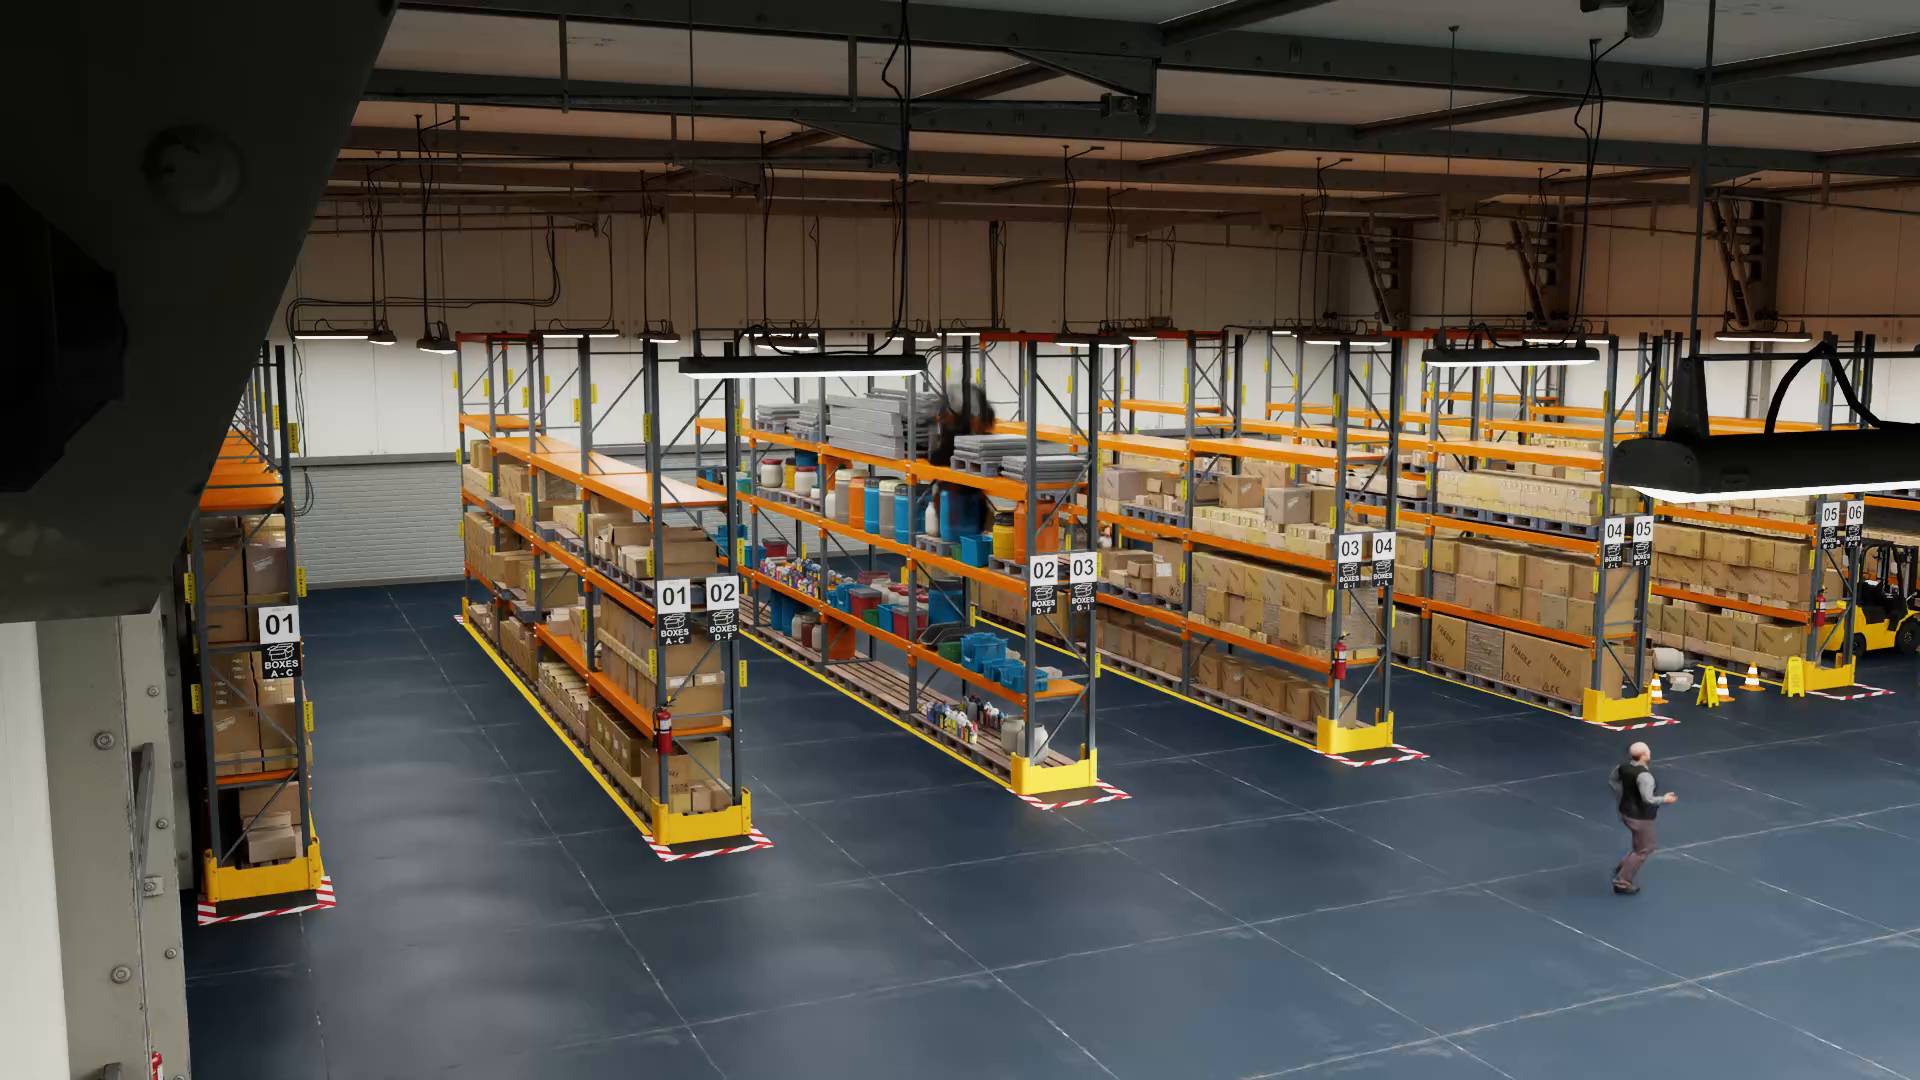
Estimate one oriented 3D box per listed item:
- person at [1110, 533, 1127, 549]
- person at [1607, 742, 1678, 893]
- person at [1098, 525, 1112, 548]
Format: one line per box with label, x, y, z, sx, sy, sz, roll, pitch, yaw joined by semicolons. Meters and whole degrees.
person;4.096;-0.221;42.290;0.639;1.750;0.707;-2;8;-18
person;7.495;3.037;18.253;0.638;1.686;0.638;0;8;-3
person;3.303;0.484;37.429;0.568;1.626;0.560;-4;9;-26
